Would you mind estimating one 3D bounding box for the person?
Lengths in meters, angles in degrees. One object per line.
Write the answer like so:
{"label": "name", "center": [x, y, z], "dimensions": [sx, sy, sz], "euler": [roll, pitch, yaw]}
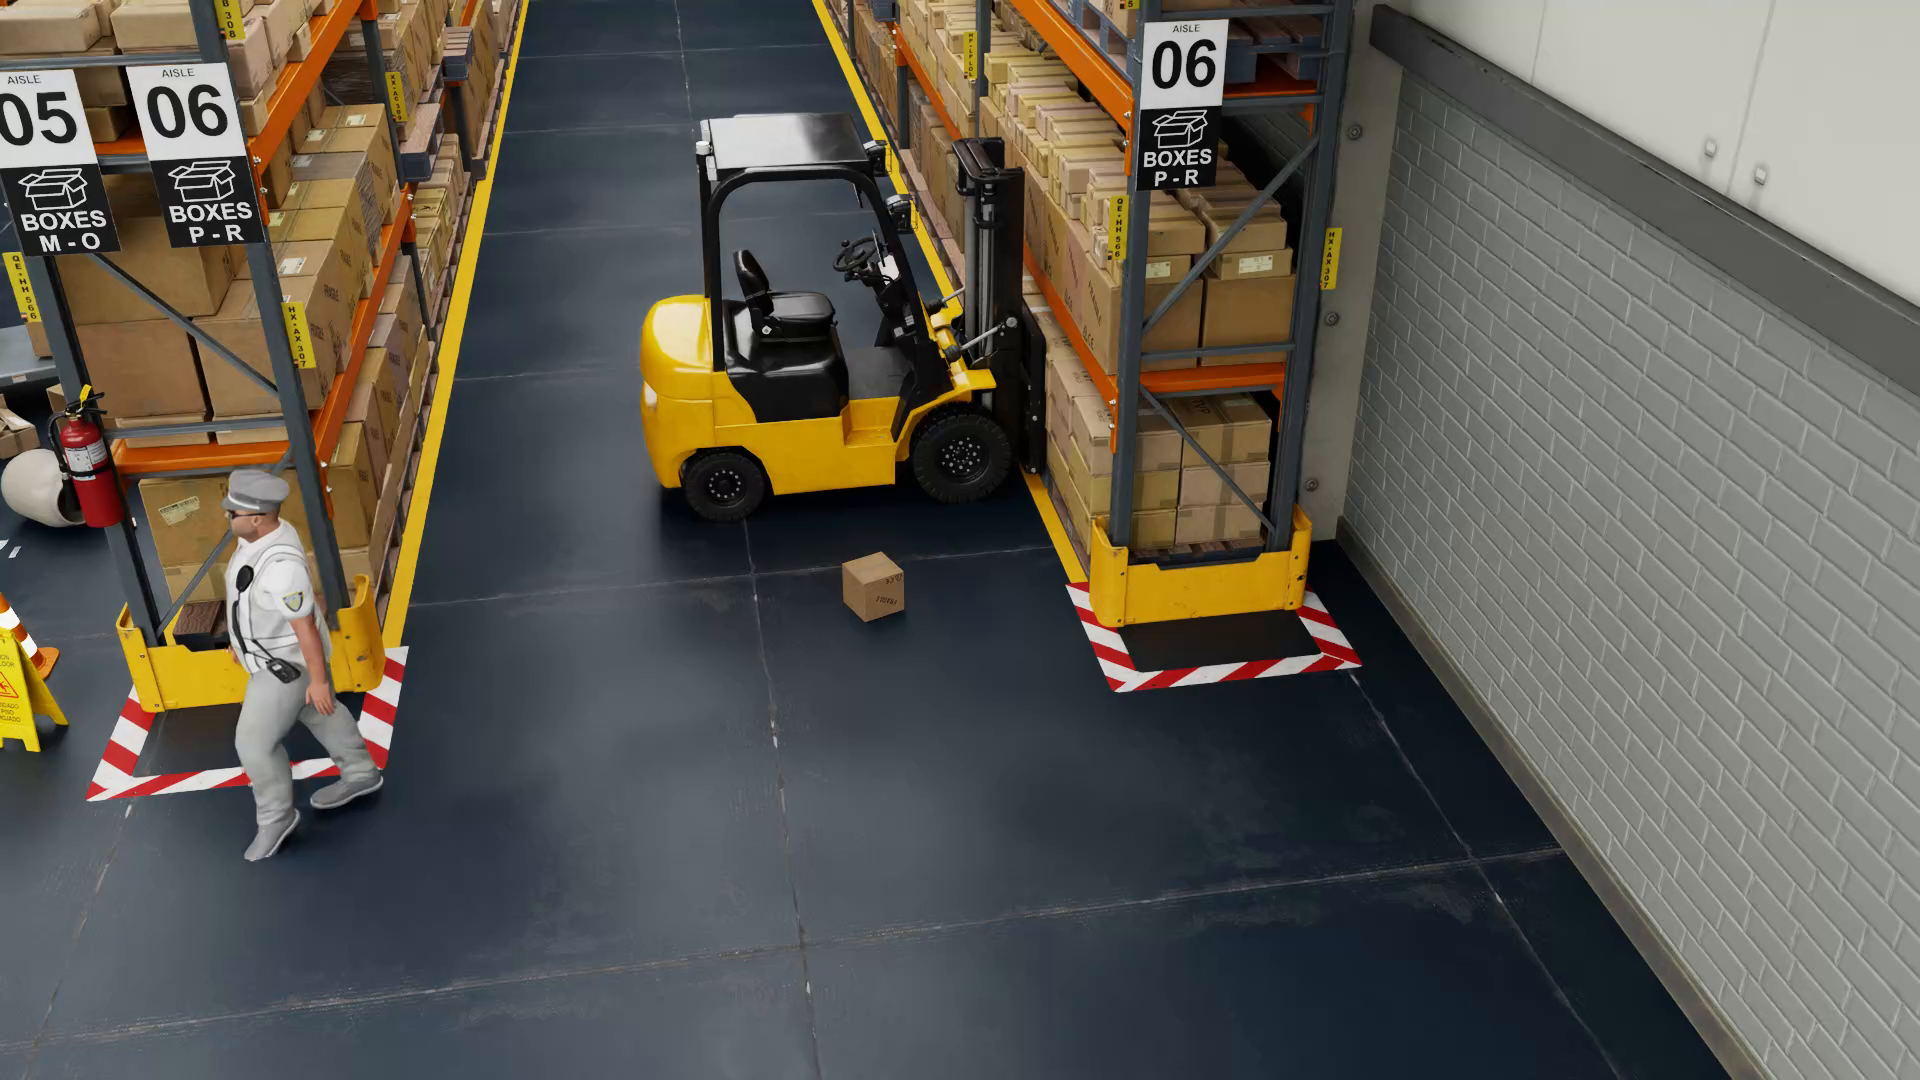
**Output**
{"label": "person", "center": [-2.986, 0.535, 7.243], "dimensions": [0.659, 1.845, 0.589], "euler": [-12, 33, -20]}
